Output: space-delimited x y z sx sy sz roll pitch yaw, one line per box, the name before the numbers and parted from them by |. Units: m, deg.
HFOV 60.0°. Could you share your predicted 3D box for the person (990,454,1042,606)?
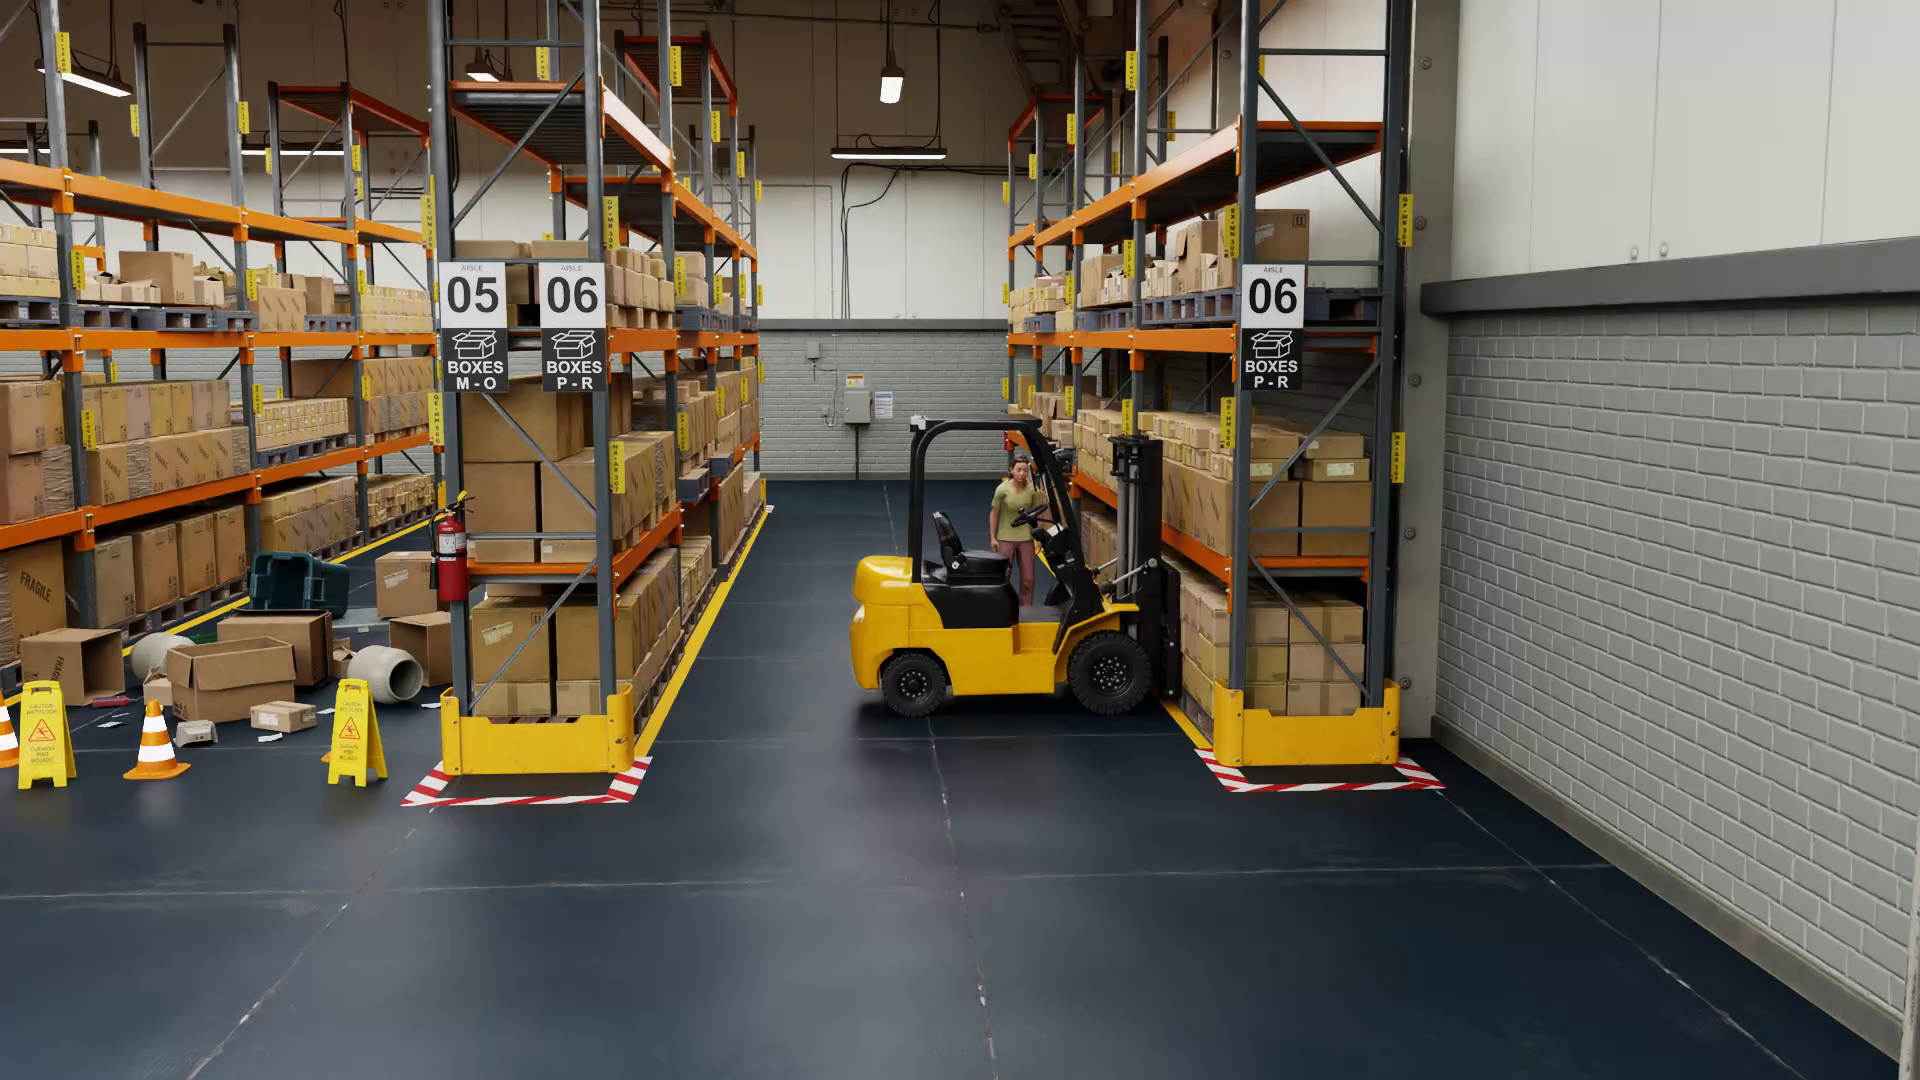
person | 0.524 0.147 15.523 0.517 1.437 0.363 -1 7 -7
